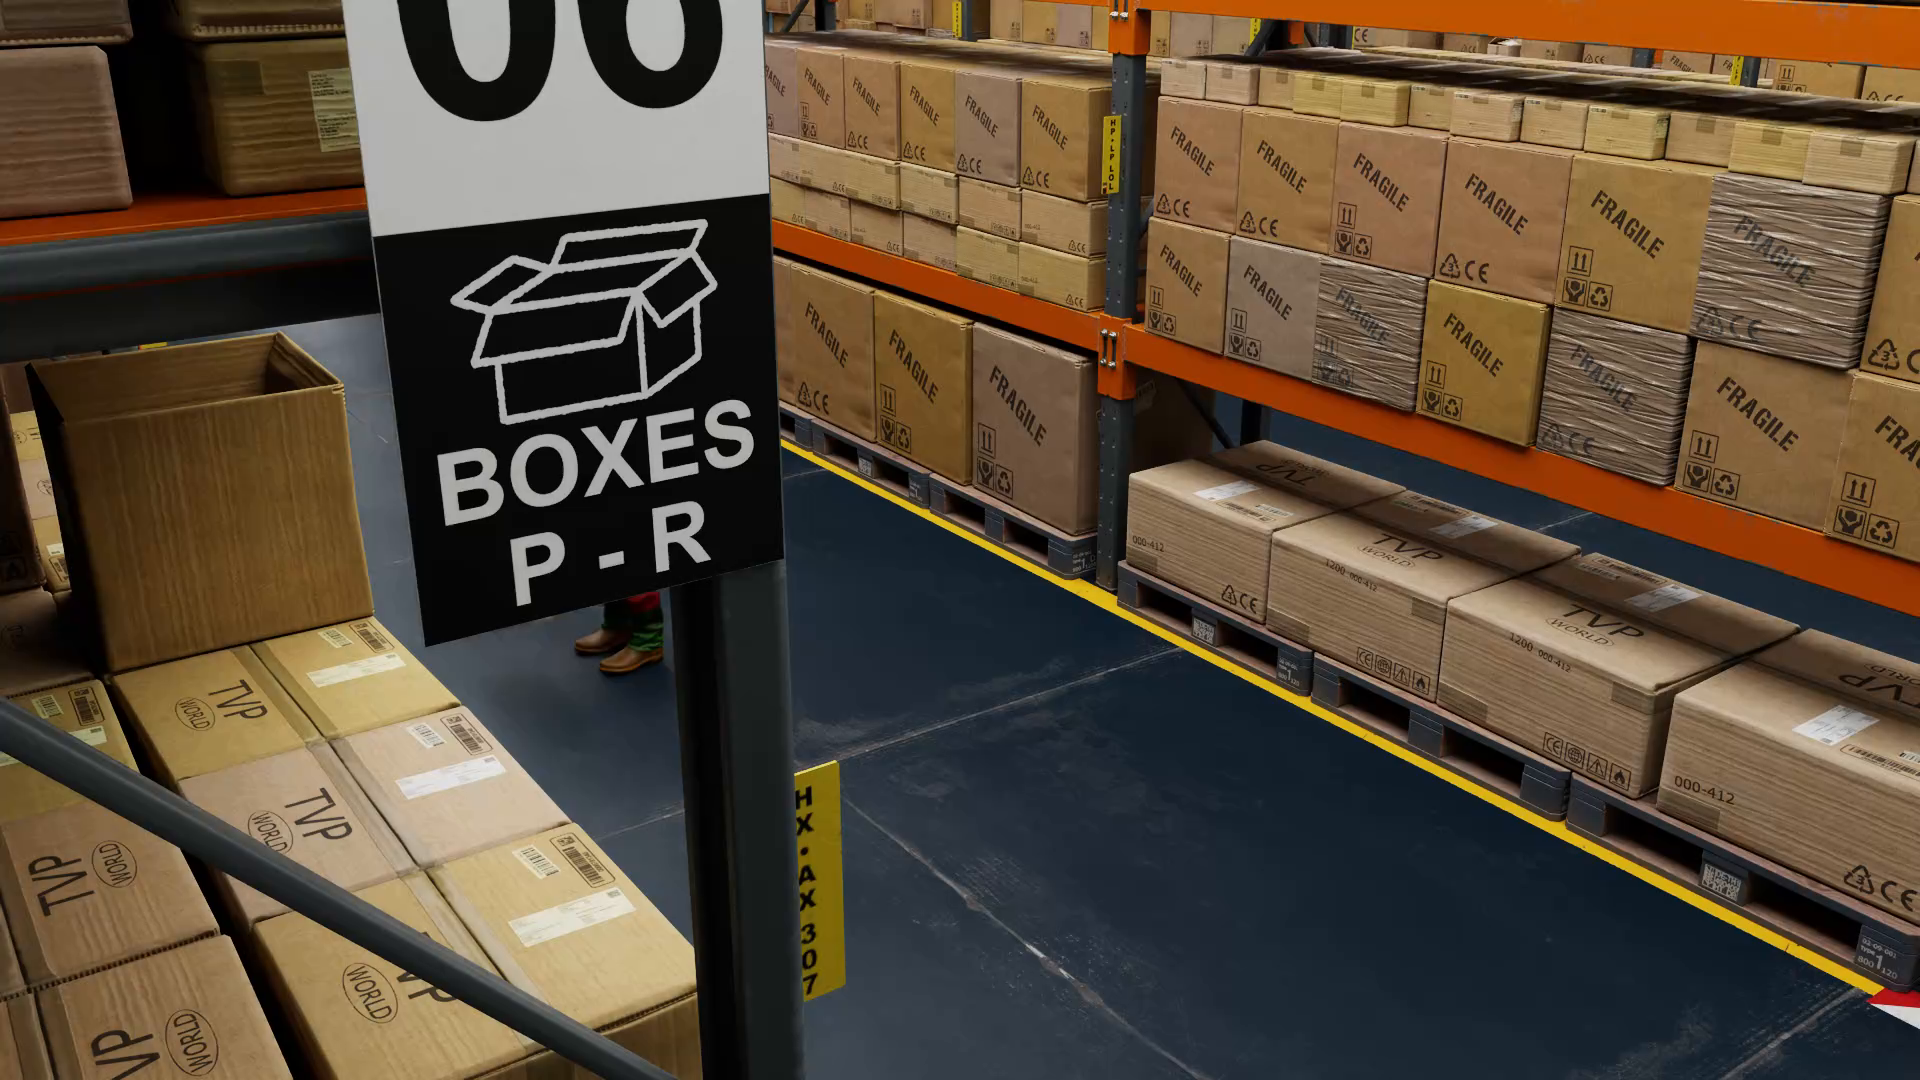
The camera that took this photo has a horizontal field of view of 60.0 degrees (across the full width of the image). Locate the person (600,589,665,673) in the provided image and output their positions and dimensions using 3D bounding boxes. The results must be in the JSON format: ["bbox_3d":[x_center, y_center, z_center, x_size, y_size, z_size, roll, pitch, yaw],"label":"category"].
[{"bbox_3d":[-1.448,-0.322,6.893,0.448,1.780,0.623,-16,26,-35],"label":"person"}]
